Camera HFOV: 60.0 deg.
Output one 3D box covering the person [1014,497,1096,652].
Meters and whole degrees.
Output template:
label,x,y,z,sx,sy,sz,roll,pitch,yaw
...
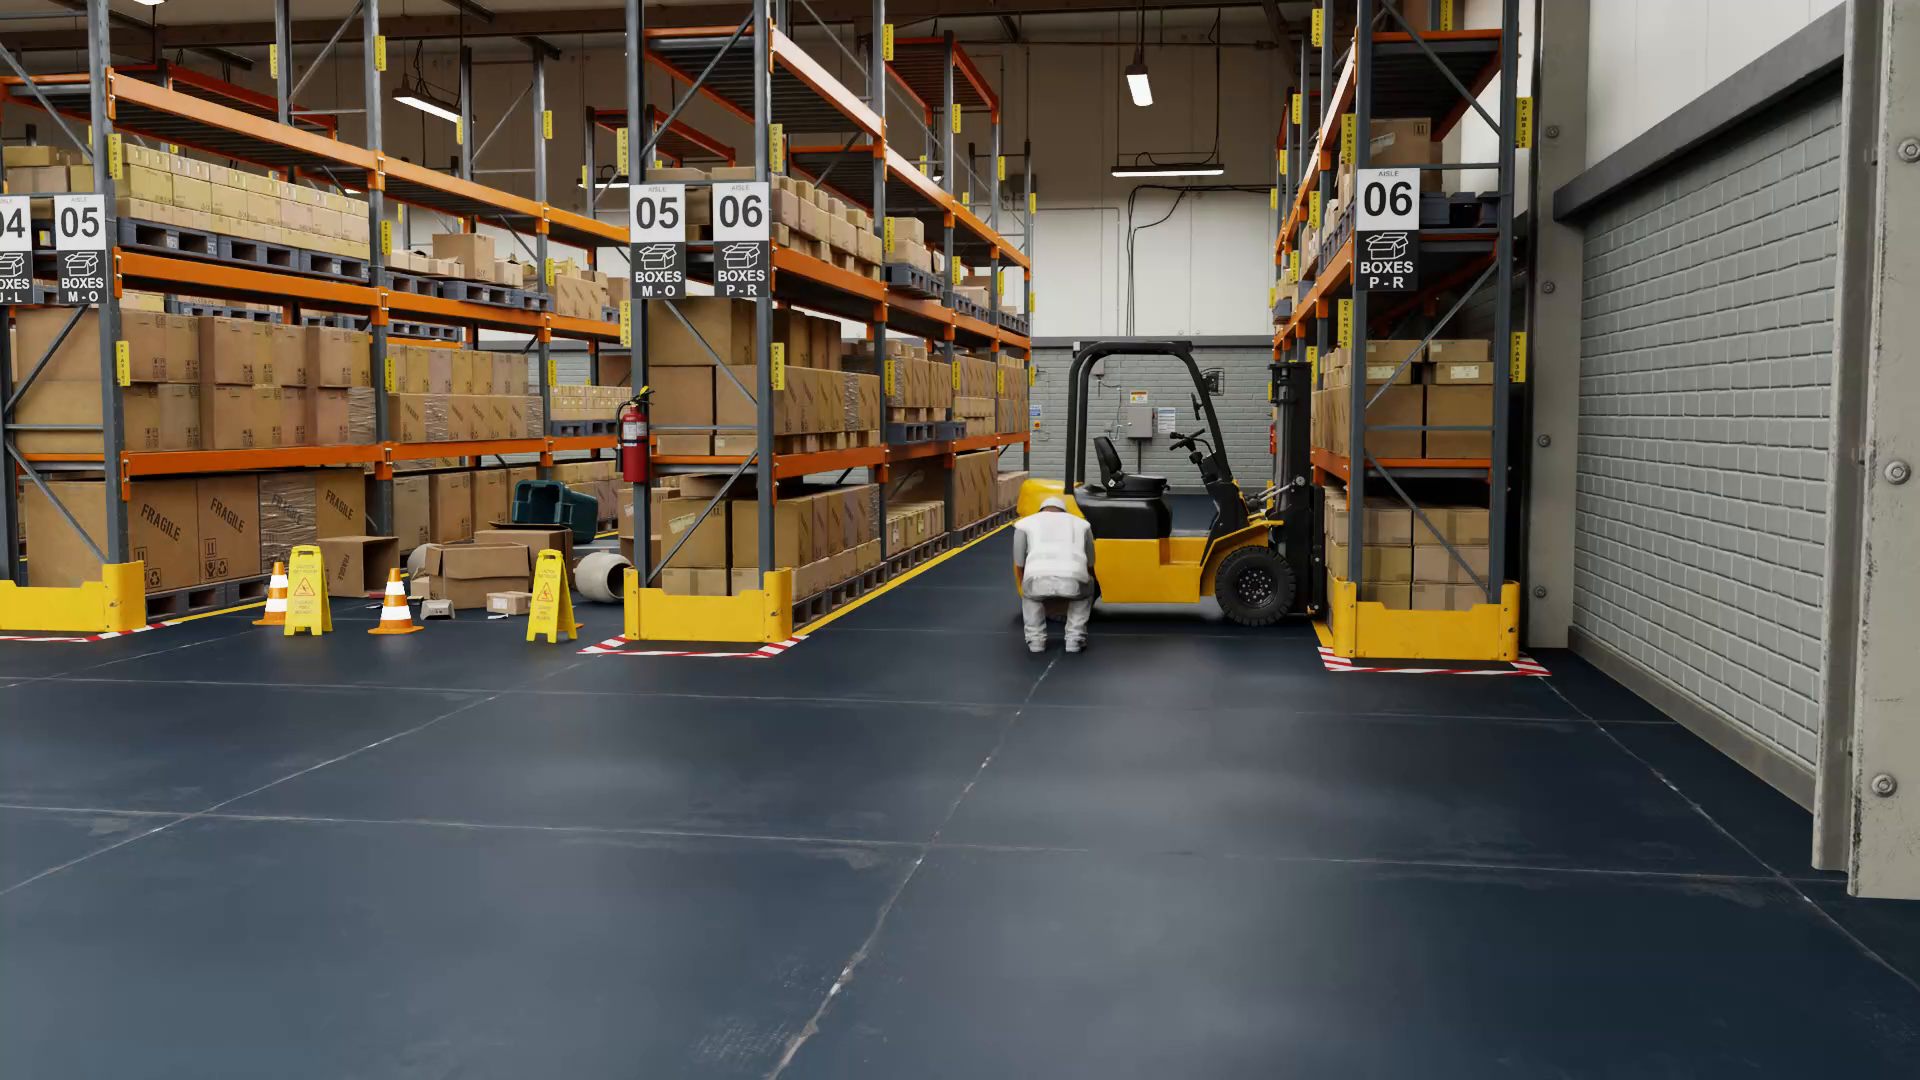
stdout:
label,x,y,z,sx,sy,sz,roll,pitch,yaw
person,0.638,0.232,11.411,0.571,1.026,0.901,1,4,8
